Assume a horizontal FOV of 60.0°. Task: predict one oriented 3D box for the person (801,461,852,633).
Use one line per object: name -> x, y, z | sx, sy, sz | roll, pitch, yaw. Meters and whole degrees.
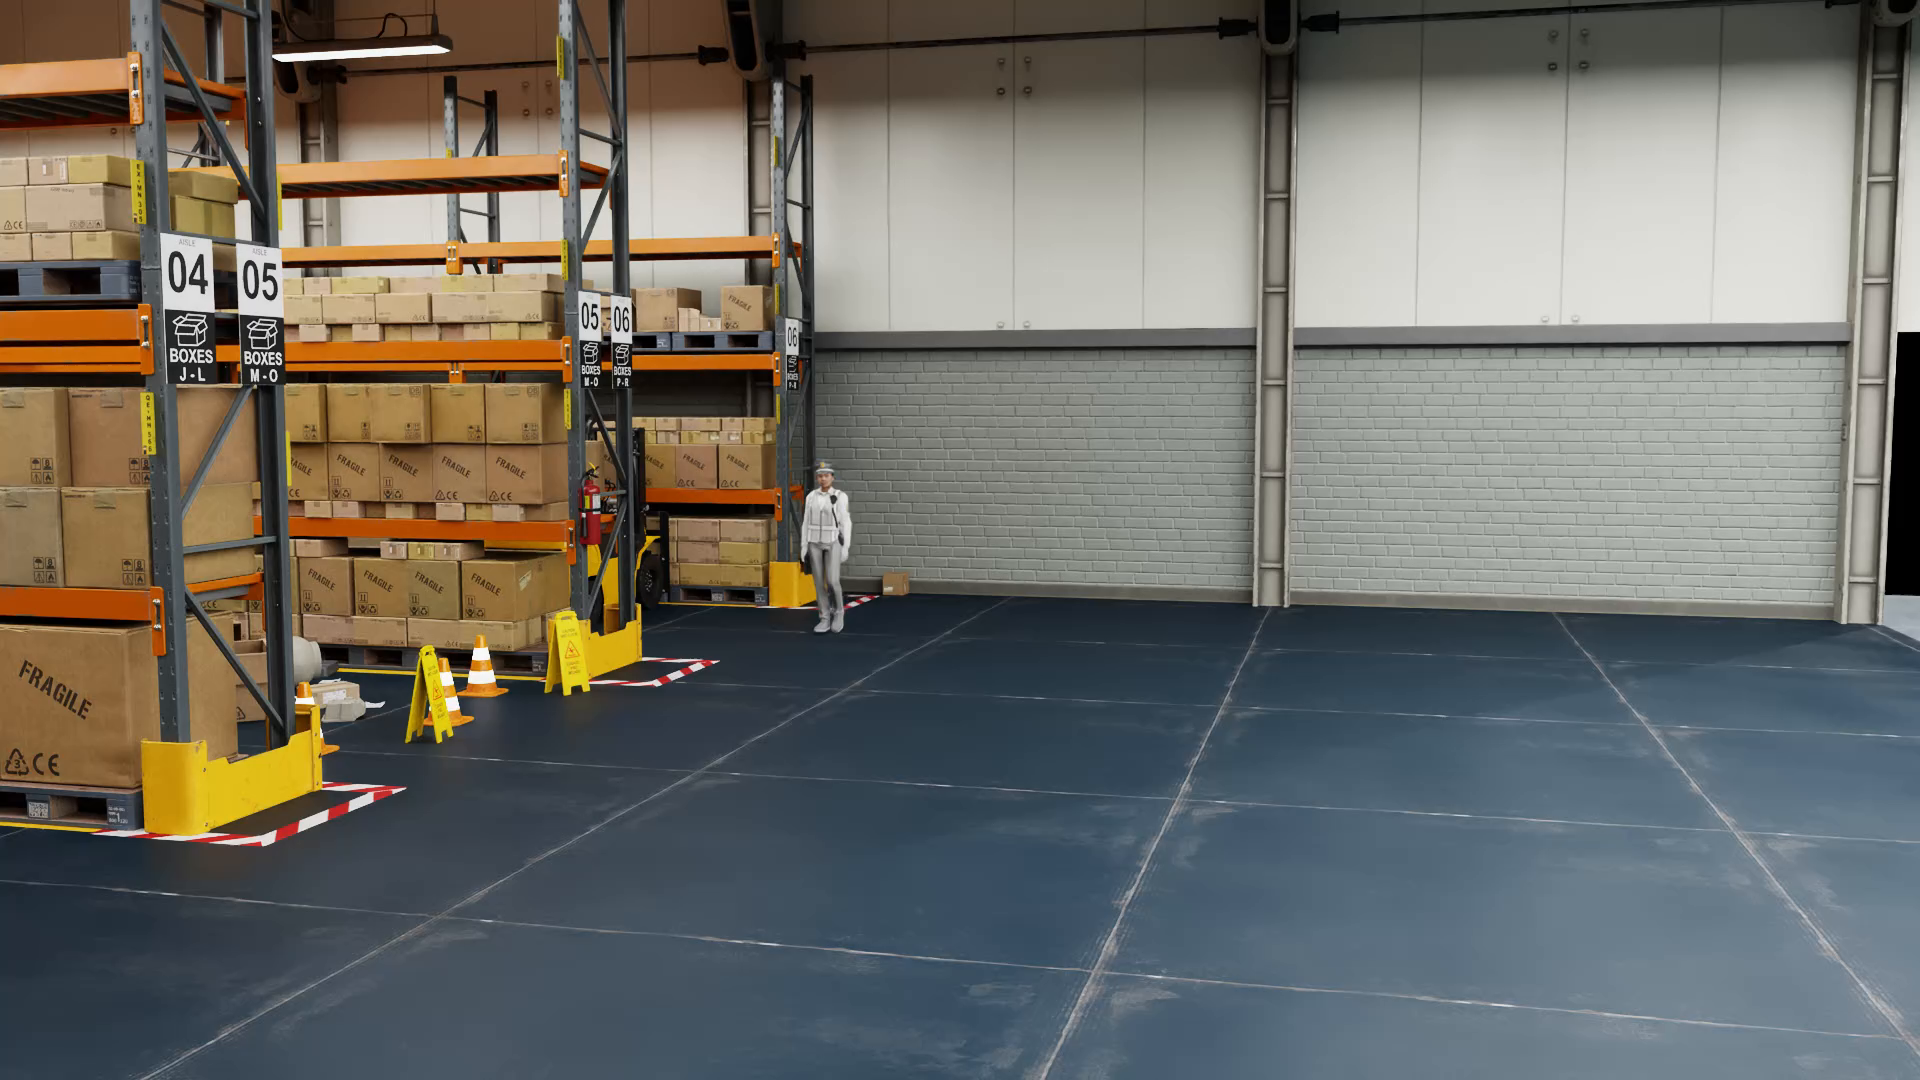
person -> -1.333, 0.072, 16.351 | 0.484, 1.697, 0.433 | 1, 5, 15
